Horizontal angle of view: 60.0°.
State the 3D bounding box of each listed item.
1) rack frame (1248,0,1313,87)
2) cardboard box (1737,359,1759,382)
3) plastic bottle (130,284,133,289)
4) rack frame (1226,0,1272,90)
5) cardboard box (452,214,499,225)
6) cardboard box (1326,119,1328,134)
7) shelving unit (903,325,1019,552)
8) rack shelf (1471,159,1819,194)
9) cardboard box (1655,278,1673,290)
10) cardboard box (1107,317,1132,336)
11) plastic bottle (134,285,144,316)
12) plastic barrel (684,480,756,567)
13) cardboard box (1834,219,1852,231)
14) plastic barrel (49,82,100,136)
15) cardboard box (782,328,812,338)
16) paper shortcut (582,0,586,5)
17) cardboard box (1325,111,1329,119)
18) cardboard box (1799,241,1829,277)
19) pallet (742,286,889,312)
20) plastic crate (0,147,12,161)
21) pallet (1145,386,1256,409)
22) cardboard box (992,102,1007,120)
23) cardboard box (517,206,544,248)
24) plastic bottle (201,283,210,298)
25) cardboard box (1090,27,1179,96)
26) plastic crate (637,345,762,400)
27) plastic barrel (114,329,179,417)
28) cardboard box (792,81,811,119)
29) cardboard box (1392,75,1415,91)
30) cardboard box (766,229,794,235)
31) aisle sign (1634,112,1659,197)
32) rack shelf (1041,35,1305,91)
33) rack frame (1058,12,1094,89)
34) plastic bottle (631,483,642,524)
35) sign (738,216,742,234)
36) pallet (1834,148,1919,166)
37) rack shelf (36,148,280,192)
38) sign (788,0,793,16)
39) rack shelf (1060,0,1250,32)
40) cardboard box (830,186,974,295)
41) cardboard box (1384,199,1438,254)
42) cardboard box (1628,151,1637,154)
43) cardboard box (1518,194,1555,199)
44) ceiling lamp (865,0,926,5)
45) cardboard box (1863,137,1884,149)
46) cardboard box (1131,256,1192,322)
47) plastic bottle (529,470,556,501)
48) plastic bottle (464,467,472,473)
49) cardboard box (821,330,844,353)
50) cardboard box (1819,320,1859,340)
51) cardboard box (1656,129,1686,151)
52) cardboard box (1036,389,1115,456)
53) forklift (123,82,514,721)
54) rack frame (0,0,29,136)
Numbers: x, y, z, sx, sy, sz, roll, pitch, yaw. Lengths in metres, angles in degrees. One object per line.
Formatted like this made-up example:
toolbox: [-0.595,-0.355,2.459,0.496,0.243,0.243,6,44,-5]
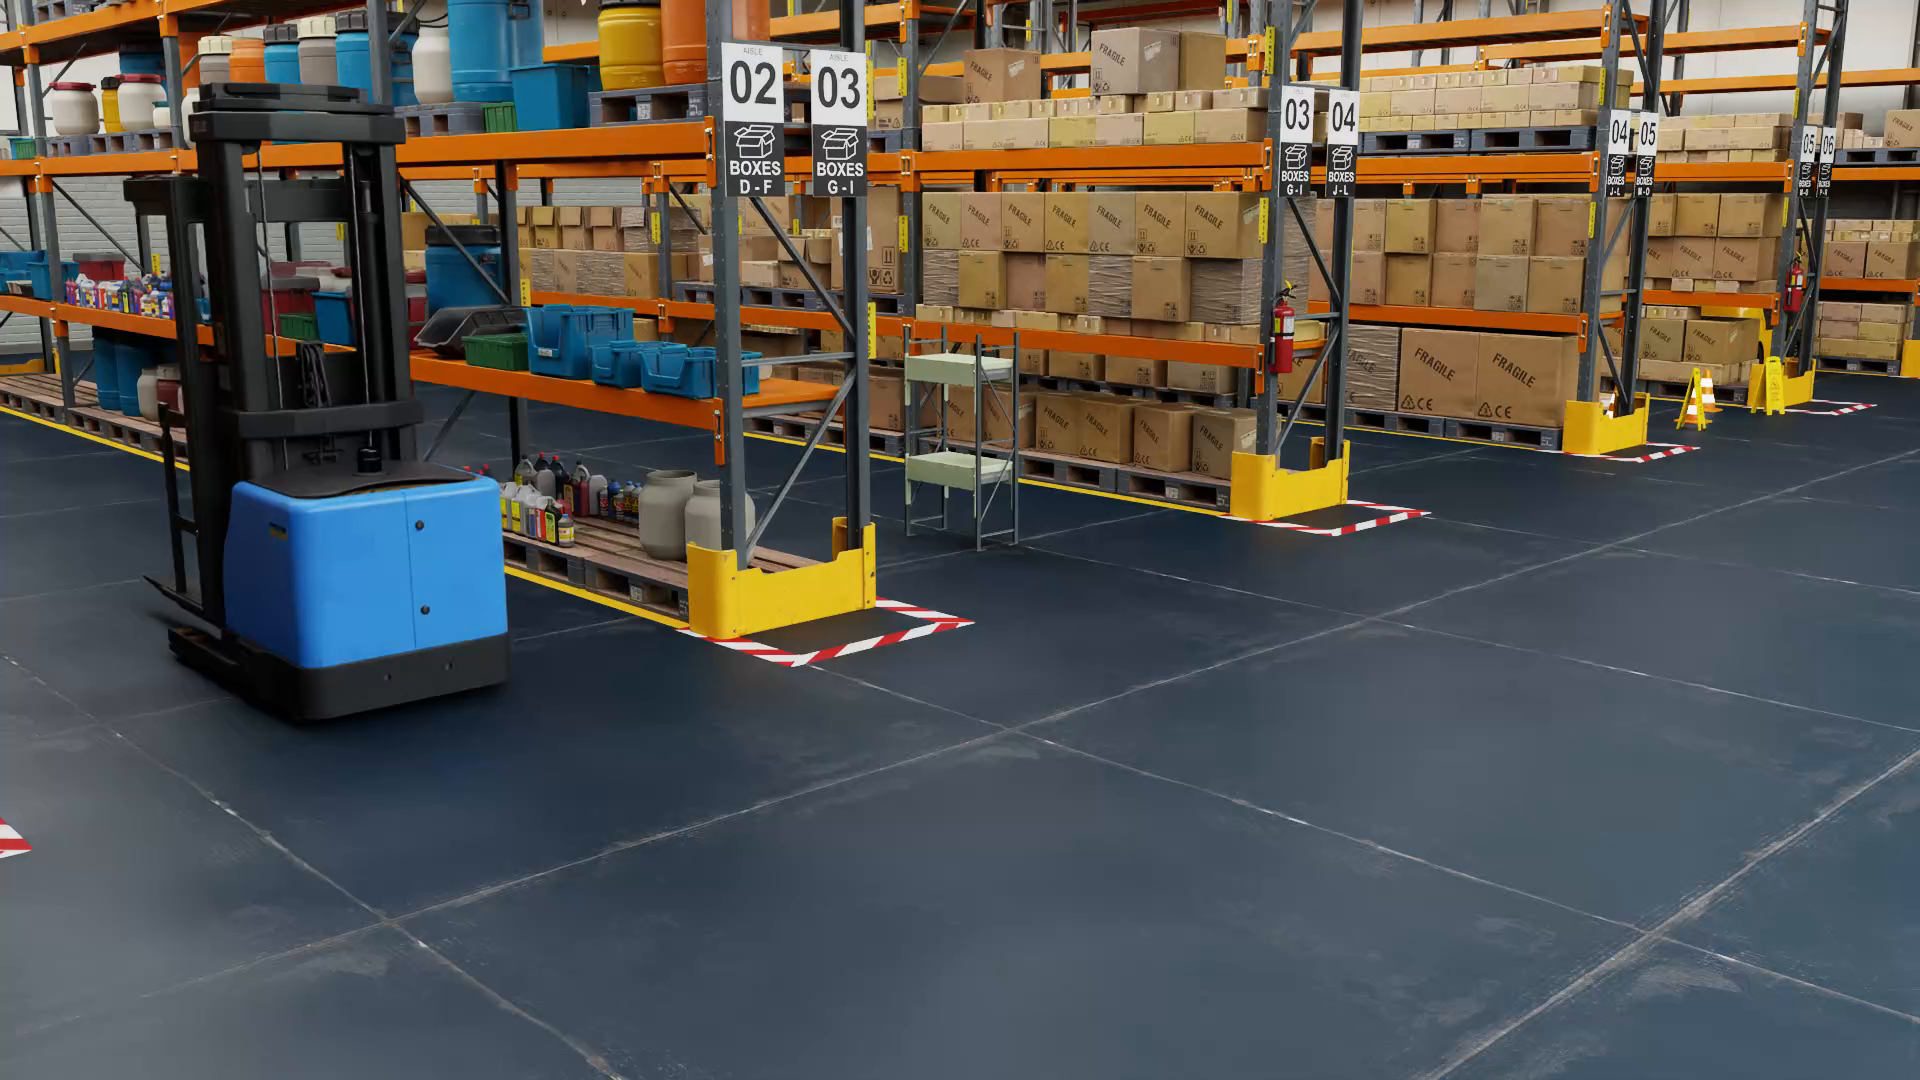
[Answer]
rack frame: [3.543,-5.901,18.254,1.000,3.000,0.127,-11,16,-43]
cardboard box: [9.459,-2.099,20.439,0.500,0.250,0.500,-11,16,-43]
plastic bottle: [-8.012,-2.344,16.146,0.061,0.283,0.133,-11,16,-43]
rack frame: [4.291,-7.190,24.508,1.000,3.000,0.127,-11,16,-43]
cardboard box: [-6.150,-3.923,21.298,0.500,0.500,0.500,-10,15,-41]
cardboard box: [3.900,-4.389,17.682,0.380,0.149,0.250,-11,16,-43]
shelving unit: [0.005,-0.734,11.755,0.431,1.500,0.755,-11,16,-43]
rack shelf: [8.435,-4.492,20.633,1.077,0.370,4.000,-11,16,-43]
cardboard box: [8.711,-3.138,20.330,0.380,0.149,0.250,-11,16,-42]
cardboard box: [1.427,-1.773,13.705,0.380,0.149,0.250,-11,16,-43]
plastic bottle: [-7.836,-2.289,15.879,0.061,0.283,0.133,-11,16,-43]
plastic barrel: [-1.444,-0.085,10.016,0.421,0.512,0.421,0,12,0]
cardboard box: [12.492,-4.424,23.359,0.380,0.149,0.250,-11,16,-42]
plastic barrel: [-9.039,-4.394,16.992,0.433,0.535,0.433,0,12,0]
cardboard box: [-2.429,-3.087,24.750,0.380,0.149,0.250,-10,16,-41]
paper shortcut: [-4.168,-5.996,18.371,0.009,0.170,0.078,4,-25,-45]
cardboard box: [4.028,-4.575,17.598,0.500,0.250,0.500,-11,16,-43]
cardboard box: [12.168,-4.012,23.703,0.500,0.500,0.500,-11,16,-44]
pallet: [-1.480,-2.493,17.055,1.003,0.211,1.213,-11,16,-43]
plastic crate: [-10.374,-4.237,18.261,0.293,0.136,0.466,-11,16,-43]
pallet: [2.956,-1.699,19.637,1.003,0.211,1.213,-11,16,-43]
cardboard box: [0.494,-3.685,14.316,0.380,0.149,0.250,-10,15,-41]
cardboard box: [-5.192,-3.902,20.685,0.637,0.503,0.797,11,16,44]
plastic bottle: [-7.481,-2.430,16.580,0.152,0.276,0.135,-11,16,-43]
cardboard box: [1.395,-3.802,13.277,0.500,0.500,0.500,-11,16,-43]
plastic crate: [-1.496,-0.971,9.560,0.499,0.251,0.616,-11,16,-43]
plastic barrel: [-8.369,-1.757,17.164,0.600,0.901,0.708,-11,16,-43]
cardboard box: [-1.673,-4.451,17.161,0.500,0.500,0.500,-11,16,-42]
cardboard box: [4.599,-4.632,16.884,0.380,0.149,0.250,-11,16,-43]
cardboard box: [-2.520,-4.356,24.638,0.500,0.500,0.500,-11,16,-42]
aisle sign: [6.571,-3.684,15.917,0.394,0.787,0.004,-11,16,-43]
rack shelf: [2.162,-5.645,19.784,1.077,0.370,4.000,-11,16,-43]
rack frame: [2.354,-9.049,33.534,1.000,3.000,0.127,-11,16,-43]
plastic bottle: [-2.197,-0.250,11.362,0.097,0.271,0.097,0,12,0]
sign: [-2.490,-3.476,18.675,0.100,0.325,0.005,-11,16,-43]
pallet: [12.934,-5.309,23.030,1.003,0.211,1.213,-11,16,-43]
rack shelf: [-7.840,-3.589,16.247,1.077,0.370,4.000,-11,16,-43]
sign: [-2.387,-7.492,23.465,0.100,0.325,0.005,-11,16,-43]
rack shelf: [3.735,-10.033,31.855,1.077,0.370,4.000,-11,16,-43]
cardboard box: [-0.561,-2.922,16.131,1.000,1.000,1.000,-11,16,-42]
cardboard box: [4.882,-3.268,17.294,0.875,0.550,0.500,-11,16,-43]
cardboard box: [8.274,-4.661,20.290,0.380,0.149,0.250,-11,16,-43]
cardboard box: [7.537,-4.180,21.303,0.700,0.500,0.500,-11,16,-42]
ceiling lamp: [-1.181,-11.975,33.269,2.000,3.185,0.800,-11,16,-43]
cardboard box: [12.611,-5.455,22.858,0.250,0.149,0.380,11,16,44]
cardboard box: [1.856,-2.038,13.384,0.875,0.500,0.500,-11,16,-43]
plastic bottle: [-3.000,-0.372,11.942,0.152,0.276,0.135,-11,16,-43]
plastic bottle: [-3.439,-0.339,11.597,0.144,0.351,0.185,-10,16,-41]
cardboard box: [-1.663,-2.967,24.034,0.500,0.500,0.500,-10,15,-40]
cardboard box: [12.502,-2.982,23.486,0.500,0.250,0.500,-11,16,-43]
cardboard box: [8.559,-4.811,20.030,0.500,0.250,0.500,-10,16,-41]
cardboard box: [1.020,-1.042,14.689,0.500,0.500,0.500,10,15,40]
forklift: [-3.570,-0.835,8.701,1.130,2.935,3.031,-10,15,-41]
rack frame: [-11.983,-6.286,20.122,1.000,3.000,0.127,-11,16,-43]
